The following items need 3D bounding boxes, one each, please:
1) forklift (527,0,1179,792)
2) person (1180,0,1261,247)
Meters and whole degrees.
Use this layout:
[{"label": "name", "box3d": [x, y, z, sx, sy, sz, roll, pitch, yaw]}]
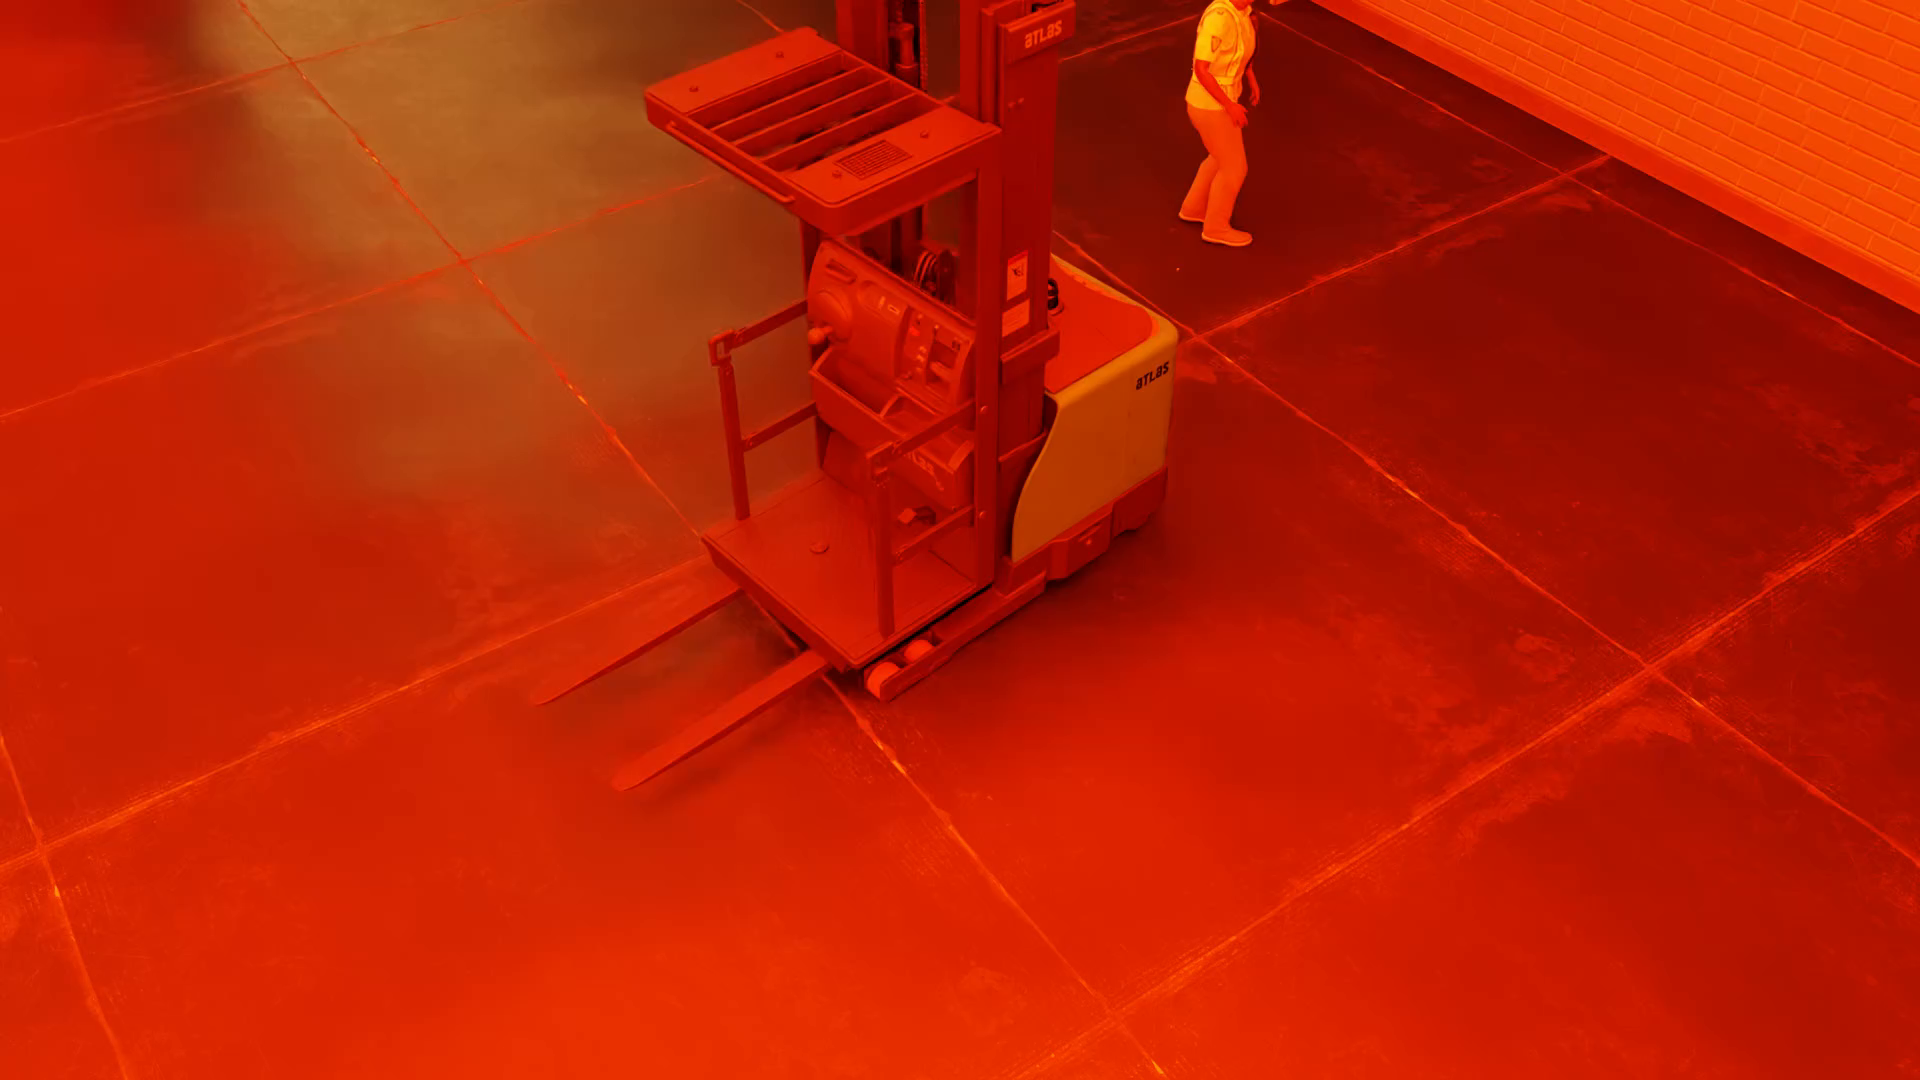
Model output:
[{"label": "forklift", "box3d": [-0.444, -0.792, 6.574, 3.031, 2.935, 1.130, -32, 51, -30]}, {"label": "person", "box3d": [1.518, -2.471, 9.361, 0.483, 1.640, 0.651, 11, 44, 12]}]
